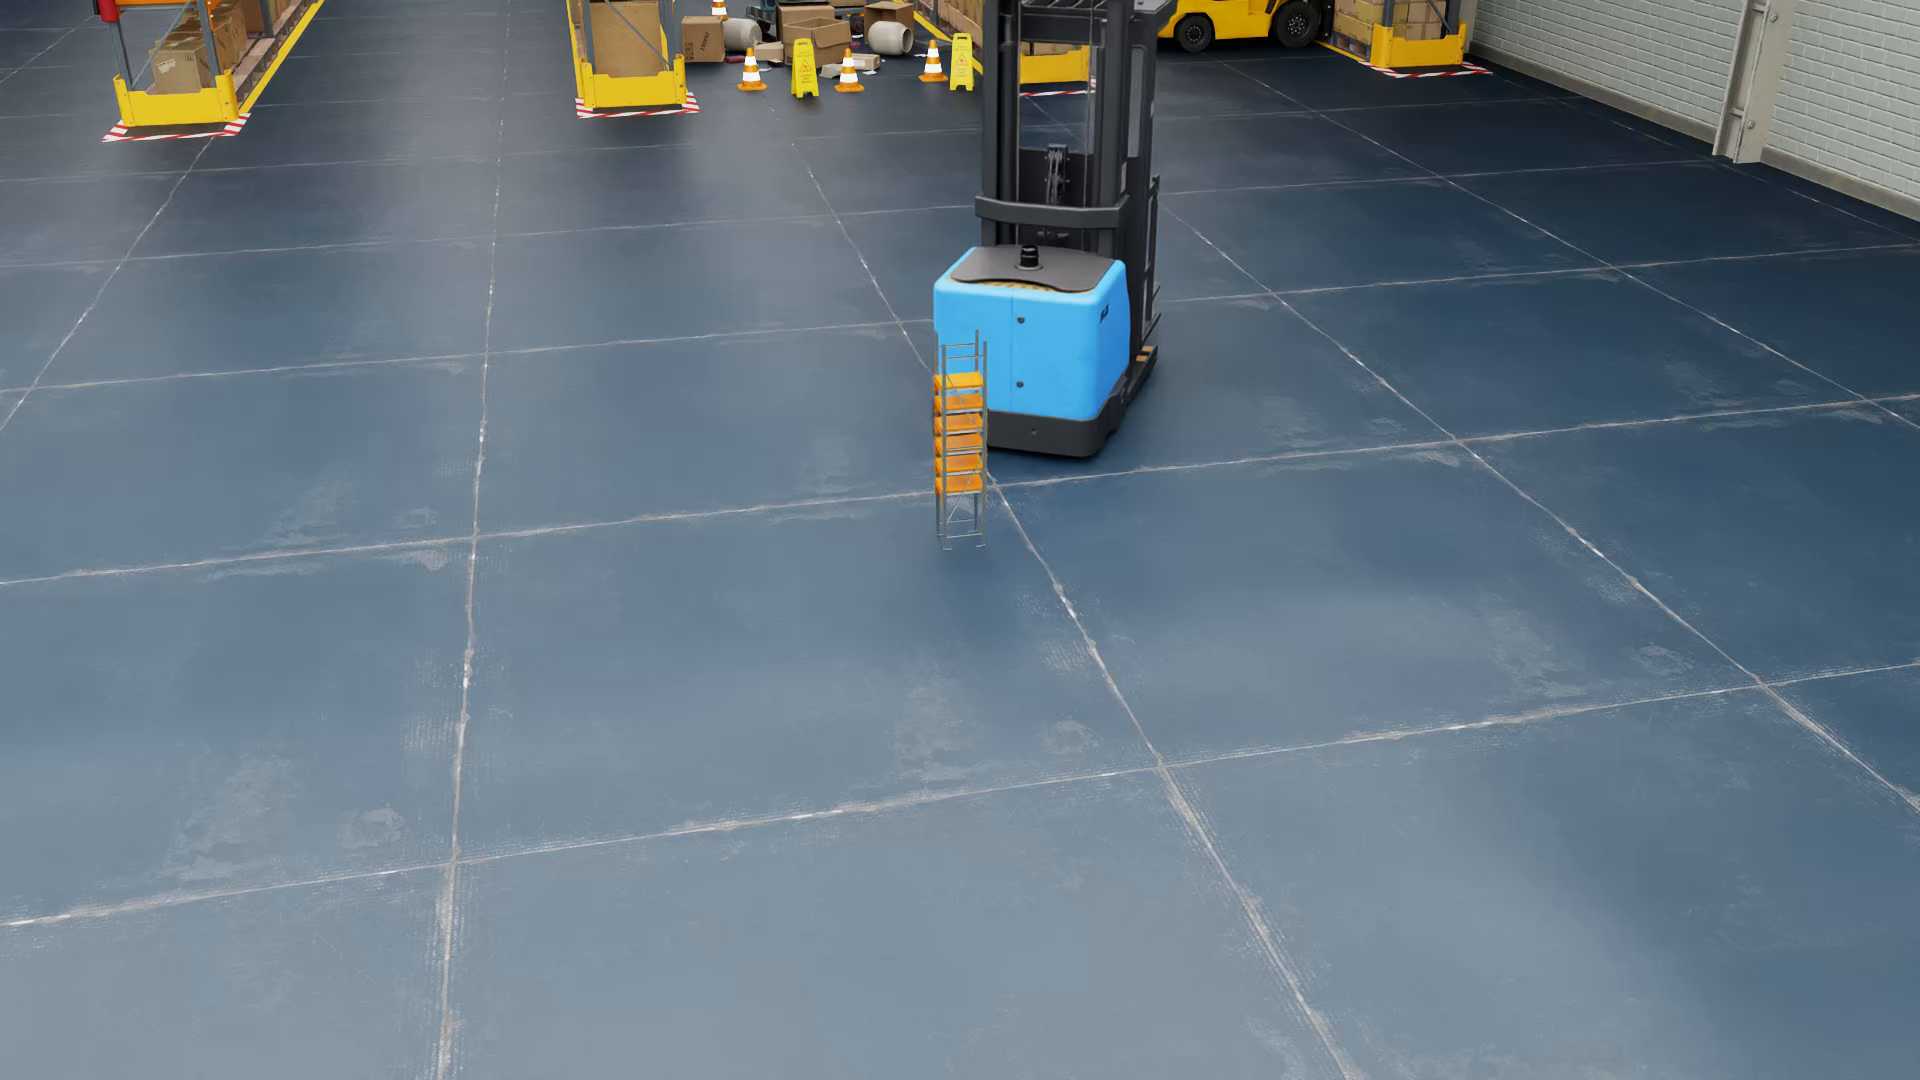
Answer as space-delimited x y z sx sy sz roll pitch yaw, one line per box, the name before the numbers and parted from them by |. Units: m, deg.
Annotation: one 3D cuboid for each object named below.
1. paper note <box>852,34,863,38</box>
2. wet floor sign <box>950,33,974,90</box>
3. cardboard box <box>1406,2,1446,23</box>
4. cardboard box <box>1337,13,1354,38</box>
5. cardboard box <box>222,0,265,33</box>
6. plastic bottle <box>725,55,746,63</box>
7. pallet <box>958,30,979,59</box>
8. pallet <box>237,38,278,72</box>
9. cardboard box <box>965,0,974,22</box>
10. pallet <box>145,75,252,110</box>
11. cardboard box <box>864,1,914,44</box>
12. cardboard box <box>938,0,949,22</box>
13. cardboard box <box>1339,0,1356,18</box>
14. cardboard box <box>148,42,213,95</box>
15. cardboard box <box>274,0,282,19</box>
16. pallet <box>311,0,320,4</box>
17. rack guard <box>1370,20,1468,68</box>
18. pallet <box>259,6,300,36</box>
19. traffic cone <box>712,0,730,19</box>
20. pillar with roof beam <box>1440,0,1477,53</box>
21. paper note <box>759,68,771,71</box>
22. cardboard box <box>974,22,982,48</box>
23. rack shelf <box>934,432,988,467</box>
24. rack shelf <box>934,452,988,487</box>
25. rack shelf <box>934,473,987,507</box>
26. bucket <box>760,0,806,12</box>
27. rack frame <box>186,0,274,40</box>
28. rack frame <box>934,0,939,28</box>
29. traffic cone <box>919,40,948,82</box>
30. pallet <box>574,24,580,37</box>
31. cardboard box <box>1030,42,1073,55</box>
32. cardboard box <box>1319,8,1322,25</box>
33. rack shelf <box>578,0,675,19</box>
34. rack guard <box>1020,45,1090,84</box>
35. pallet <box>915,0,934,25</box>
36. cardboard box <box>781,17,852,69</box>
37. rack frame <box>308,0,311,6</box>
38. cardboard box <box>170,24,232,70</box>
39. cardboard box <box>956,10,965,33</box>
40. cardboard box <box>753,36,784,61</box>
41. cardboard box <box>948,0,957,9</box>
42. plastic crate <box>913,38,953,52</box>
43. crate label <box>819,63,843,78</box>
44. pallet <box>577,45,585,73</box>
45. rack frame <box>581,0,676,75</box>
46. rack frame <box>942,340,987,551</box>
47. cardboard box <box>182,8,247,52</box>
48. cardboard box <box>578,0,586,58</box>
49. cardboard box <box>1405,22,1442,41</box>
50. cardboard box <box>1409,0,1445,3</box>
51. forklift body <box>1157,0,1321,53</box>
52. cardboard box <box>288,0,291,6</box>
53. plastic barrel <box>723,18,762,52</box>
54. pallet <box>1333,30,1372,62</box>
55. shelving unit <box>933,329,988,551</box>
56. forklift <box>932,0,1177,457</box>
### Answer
paper note | -1.418 -6.999 23.082 0.148 0.019 0.142 -6 27 -12
wet floor sign | 0.027 -5.731 19.888 0.267 0.644 0.232 3 27 6
cardboard box | 5.958 -6.890 21.603 0.500 0.250 0.500 -5 27 -11
cardboard box | 5.345 -6.833 22.044 0.500 0.250 0.500 -6 27 -12
cardboard box | -9.647 -7.076 22.226 0.700 0.500 0.500 -8 28 -16
plastic bottle | -2.882 -6.225 21.516 0.283 0.061 0.133 -16 31 -29
pallet | 0.589 -6.657 22.205 1.003 0.211 1.213 -6 27 -12
pallet | -9.344 -6.188 21.275 1.003 0.211 1.213 -6 27 -12
cardboard box | 0.364 -7.045 21.632 0.500 0.500 0.500 -7 28 -13
pallet | -8.794 -5.116 19.152 1.003 0.211 1.213 -6 27 -12
cardboard box | -0.959 -7.007 22.574 0.500 0.500 0.500 13 30 24
cardboard box | -0.005 -7.403 23.175 0.500 0.250 0.500 -7 28 -14
cardboard box | 5.345 -7.066 21.951 0.500 0.250 0.500 -6 27 -12
cardboard box | -8.753 -5.315 18.759 0.500 0.500 0.500 -1 27 -2
cardboard box | -9.863 -7.533 23.131 0.700 0.500 0.500 -8 28 -16
pallet | -10.536 -8.589 26.032 1.003 0.211 1.213 -6 27 -12
rack guard | 5.867 -6.353 21.282 1.175 0.500 0.348 -6 27 -12
pallet | -9.985 -7.357 23.592 1.003 0.211 1.213 -6 27 -12
traffic cone | -3.506 -7.792 24.175 0.336 0.463 0.334 -6 27 -12
pillar with roof beam | 2.389 -10.118 19.309 9.100 9.000 0.400 -6 27 -12
paper note | -2.463 -5.943 20.993 0.144 0.017 0.142 3 27 6
cardboard box | 0.473 -6.490 21.364 0.500 0.250 0.500 -6 27 -11
rack shelf | 0.003 -0.490 8.987 0.258 0.103 0.180 -6 27 -12
rack shelf | 0.003 -0.382 9.041 0.258 0.103 0.180 -6 27 -12
rack shelf | 0.003 -0.275 9.095 0.258 0.103 0.180 -6 27 -12
bucket | -2.398 -7.575 22.874 0.726 0.611 0.620 3 17 6
rack frame | -9.530 -7.724 21.223 1.000 3.000 0.127 -6 27 -12
rack frame | 0.125 -8.730 23.217 1.000 3.000 0.127 -6 27 -12
traffic cone | -0.327 -5.899 20.424 0.336 0.463 0.334 -6 27 -12
pallet | -4.922 -7.269 23.418 1.003 0.211 1.213 -6 27 -12
cardboard box | 1.114 -6.316 21.020 0.500 0.250 0.500 -6 27 -12
cardboard box | 5.102 -7.279 22.929 0.500 0.250 0.500 -5 27 -10
rack shelf | -4.224 -6.984 20.556 1.077 0.370 4.000 -6 27 -12
rack guard | 1.010 -5.891 20.367 1.175 0.500 0.348 -6 27 -12
pallet | -0.052 -7.827 24.522 1.003 0.211 1.213 -6 27 -12
cardboard box | -1.836 -6.373 21.319 0.637 0.503 0.797 19 32 32
rack frame | -10.431 -9.480 24.702 1.000 3.000 0.127 -6 27 -12
cardboard box | -9.044 -5.851 19.821 0.500 0.500 0.500 -3 27 -7
cardboard box | 0.249 -6.938 22.252 0.500 0.250 0.500 -6 27 -12
cardboard box | -2.493 -6.395 21.625 0.396 0.266 0.258 -1 27 -3
cardboard box | 0.127 -7.504 22.542 0.500 0.500 0.500 -5 27 -10
plastic crate | -0.320 -6.654 22.344 0.402 0.080 0.583 -16 31 -29
crate label | -1.569 -5.831 20.650 0.250 0.136 0.298 -23 35 -38
pallet | -4.301 -6.060 21.021 1.003 0.211 1.213 -6 27 -12
rack frame | -3.773 -6.427 18.654 1.000 3.000 0.127 -6 27 -12
rack frame | 0.024 -0.489 8.887 0.240 1.200 0.006 -6 27 -12
cardboard box | -9.342 -6.365 20.839 0.500 0.500 0.500 2 27 5
cardboard box | -4.191 -6.343 20.380 0.875 0.875 0.875 -6 27 -12
cardboard box | 5.942 -6.675 21.731 0.500 0.250 0.500 -6 27 -11
cardboard box | 5.938 -7.116 21.496 0.500 0.250 0.500 -6 27 -12
forklift body | 3.657 -7.748 22.213 2.313 2.155 1.214 -6 27 -12
cardboard box | -10.123 -8.026 24.108 0.700 0.500 0.500 -8 28 -16
plastic barrel | -2.925 -6.691 22.036 0.512 0.421 0.421 13 30 24
pallet | 5.649 -6.566 22.025 1.003 0.211 1.213 -6 27 -12
shelving unit | 0.003 -0.529 8.967 0.258 1.200 0.189 -6 27 -12
forklift | 0.748 -2.457 10.864 1.130 2.935 3.031 8 28 15
